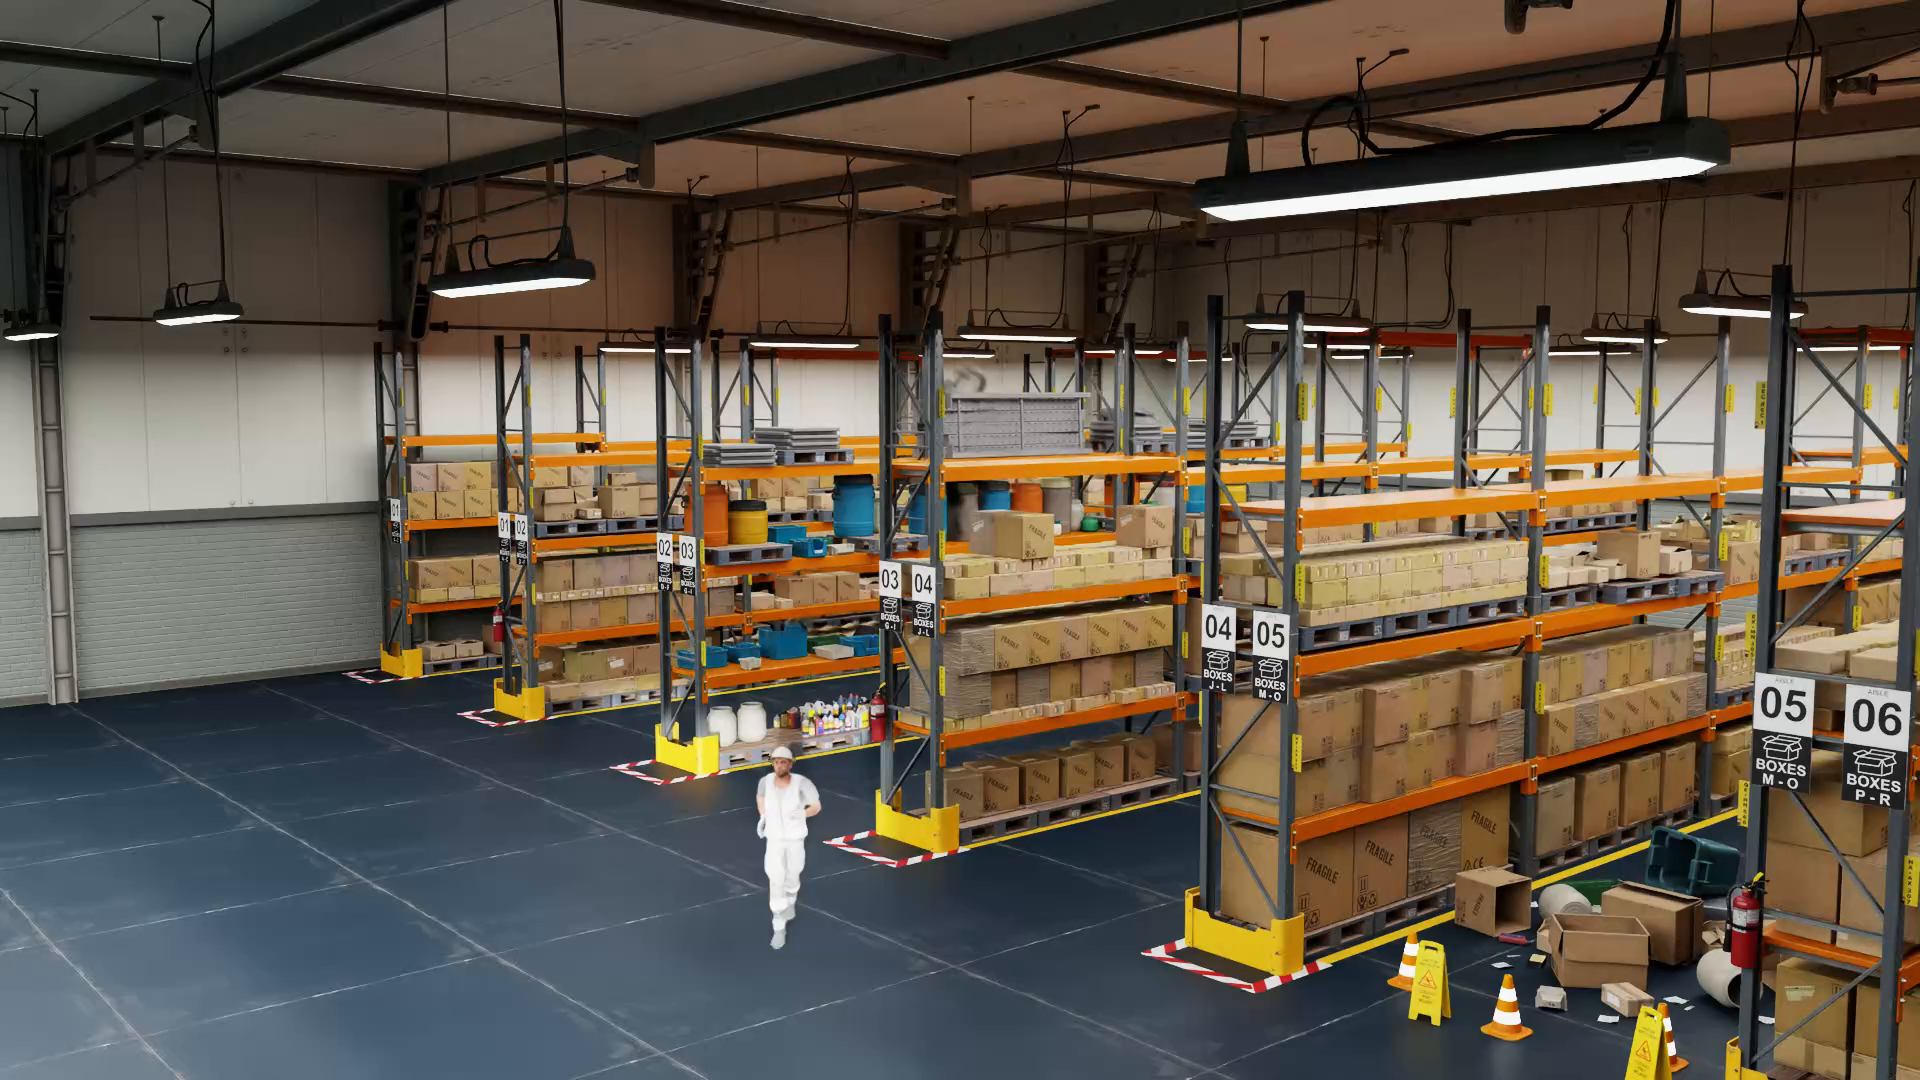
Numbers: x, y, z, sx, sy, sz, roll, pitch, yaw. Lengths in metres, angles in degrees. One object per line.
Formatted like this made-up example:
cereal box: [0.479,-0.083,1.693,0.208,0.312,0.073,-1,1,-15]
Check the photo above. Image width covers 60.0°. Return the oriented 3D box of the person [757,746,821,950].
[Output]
person: [-1.624,2.837,15.721,0.630,1.813,0.920,0,5,-1]

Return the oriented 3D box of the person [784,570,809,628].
person: [-3.189,1.345,32.805,0.584,1.754,0.773,5,7,45]
